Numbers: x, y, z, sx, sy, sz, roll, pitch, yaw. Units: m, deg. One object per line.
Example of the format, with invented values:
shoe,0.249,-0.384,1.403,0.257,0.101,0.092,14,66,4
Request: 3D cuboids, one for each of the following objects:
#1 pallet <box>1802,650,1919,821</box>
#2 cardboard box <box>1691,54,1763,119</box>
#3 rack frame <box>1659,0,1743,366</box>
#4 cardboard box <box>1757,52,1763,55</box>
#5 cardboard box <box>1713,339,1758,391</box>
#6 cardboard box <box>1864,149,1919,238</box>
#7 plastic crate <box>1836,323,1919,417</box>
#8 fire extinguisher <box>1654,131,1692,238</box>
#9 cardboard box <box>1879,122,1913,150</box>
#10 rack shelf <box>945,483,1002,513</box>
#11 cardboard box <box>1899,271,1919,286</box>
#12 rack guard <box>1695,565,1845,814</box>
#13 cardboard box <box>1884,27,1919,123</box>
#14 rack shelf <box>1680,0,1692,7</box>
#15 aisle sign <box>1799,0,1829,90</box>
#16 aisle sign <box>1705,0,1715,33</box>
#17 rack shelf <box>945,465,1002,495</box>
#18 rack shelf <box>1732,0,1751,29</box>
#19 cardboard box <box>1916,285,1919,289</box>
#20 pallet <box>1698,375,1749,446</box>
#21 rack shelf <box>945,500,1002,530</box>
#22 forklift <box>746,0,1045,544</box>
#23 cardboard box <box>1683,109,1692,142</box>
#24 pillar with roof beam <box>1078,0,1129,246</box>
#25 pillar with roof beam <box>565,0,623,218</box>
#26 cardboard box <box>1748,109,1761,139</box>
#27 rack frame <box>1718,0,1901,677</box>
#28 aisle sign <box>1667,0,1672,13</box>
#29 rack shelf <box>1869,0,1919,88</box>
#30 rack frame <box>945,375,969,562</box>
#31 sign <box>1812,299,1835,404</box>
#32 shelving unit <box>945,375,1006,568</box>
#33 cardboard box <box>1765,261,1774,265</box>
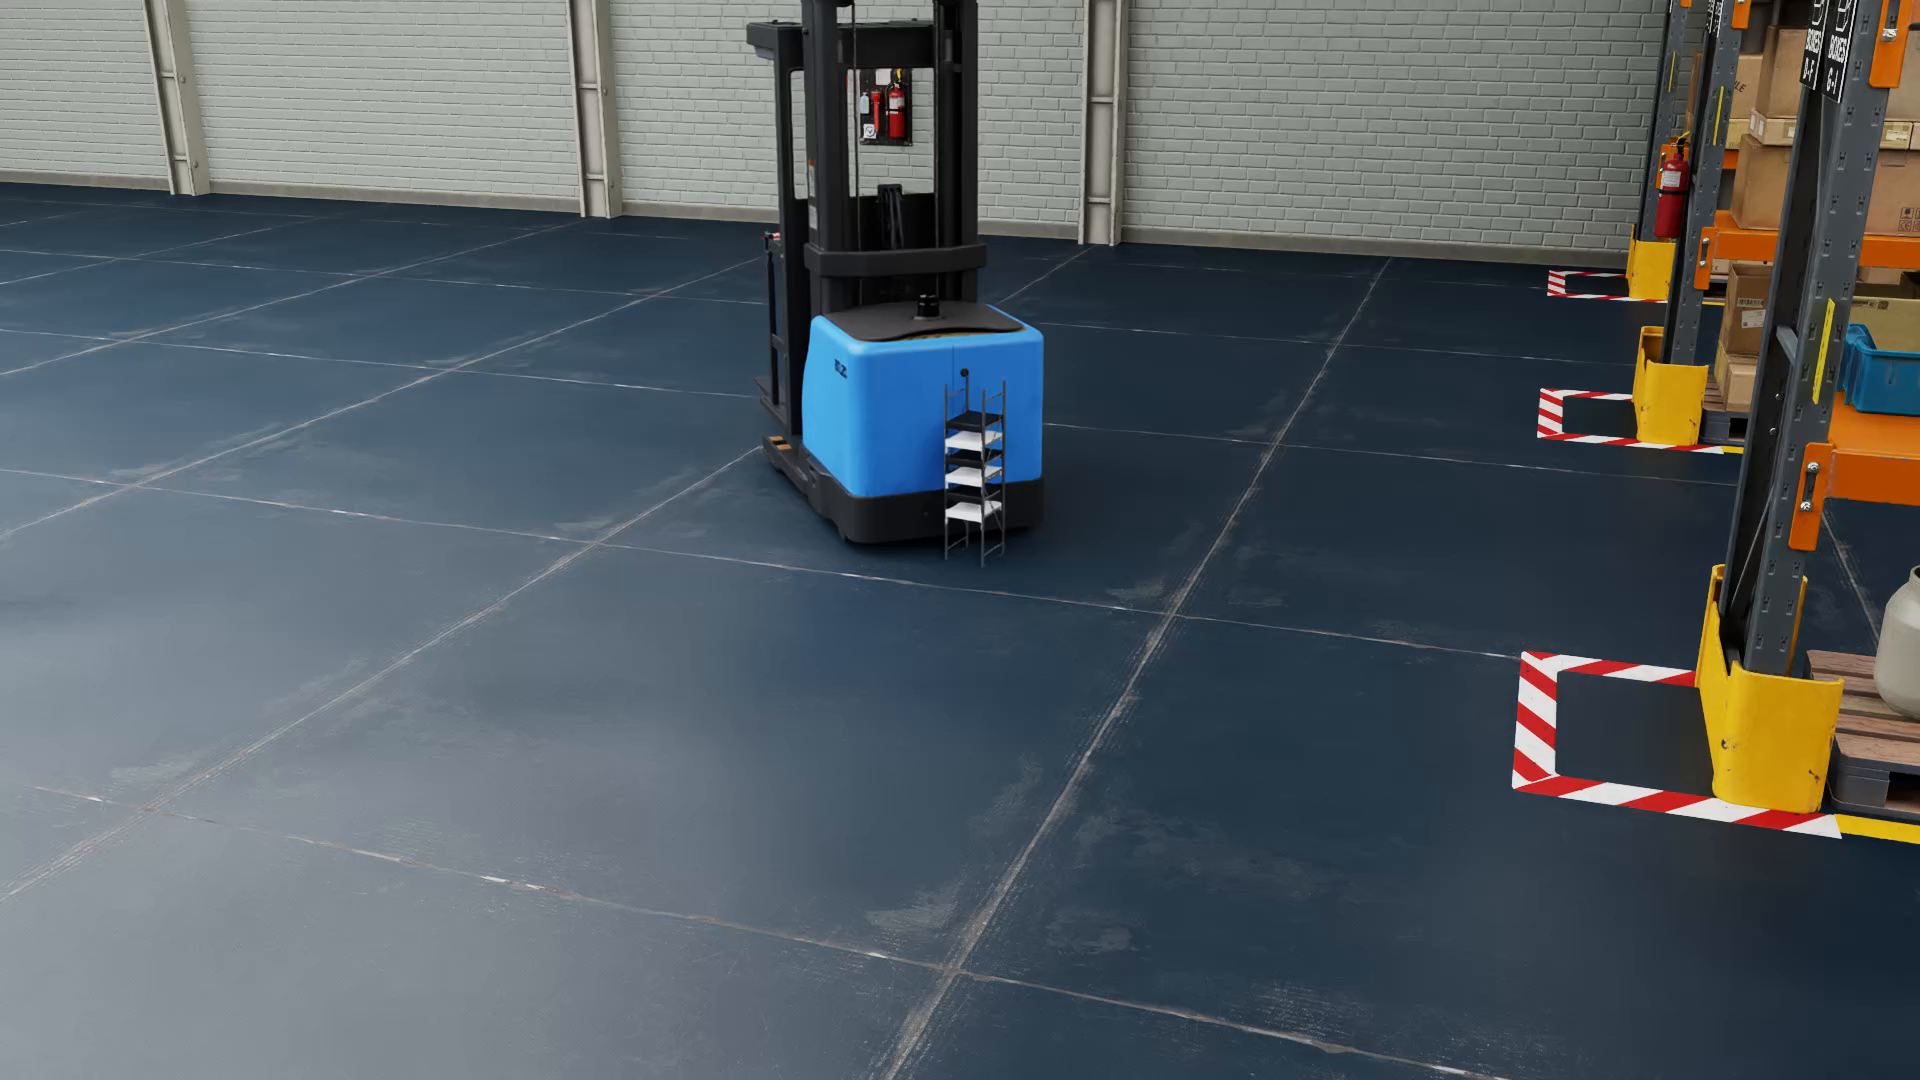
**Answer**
pallet,3.804,0.756,6.086,1.213,0.211,1.003,7,20,18
cardboard box,6.555,-3.872,14.184,0.500,0.500,0.500,7,20,18
rack frame,4.581,-2.183,10.283,0.127,3.000,1.000,7,20,18
cardboard box,7.190,-3.974,14.479,0.500,0.500,0.500,7,20,19
cardboard box,5.184,-1.117,10.764,0.500,0.250,0.500,7,20,18
cardboard box,5.515,-2.121,9.952,0.500,0.500,0.700,7,20,19
plastic crate,3.522,-0.612,6.002,0.616,0.251,0.499,7,20,18
fire extinguisher,4.621,-2.304,10.746,0.183,0.674,0.296,7,20,18
cardboard box,5.366,-2.373,9.688,0.250,0.149,0.380,7,20,18
rack shelf,0.075,-0.220,8.215,0.200,0.077,0.258,10,22,26
cardboard box,6.134,-1.369,10.345,0.500,0.500,0.500,7,20,18
rack guard,3.039,0.530,6.295,0.348,0.500,1.175,7,20,18
cardboard box,5.566,-2.728,9.722,0.500,0.500,0.700,6,20,17
rack shelf,8.092,-4.585,13.707,4.000,0.370,1.077,7,20,18
aisle sign,2.981,-1.971,5.725,0.004,0.787,0.394,7,20,18
aisle sign,4.615,-3.509,10.137,0.004,0.787,0.394,7,20,18
rack shelf,0.075,-0.305,8.186,0.200,0.077,0.258,10,22,26
rack shelf,6.470,-3.044,9.288,4.000,0.370,1.077,7,20,18
cardboard box,5.964,-1.207,9.881,0.500,0.500,0.500,7,20,18
pallet,5.317,-0.797,10.542,1.213,0.211,1.003,7,20,18
rack shelf,0.075,-0.135,8.245,0.200,0.077,0.258,10,22,26
forklift,-0.532,-1.815,9.332,1.130,2.935,3.031,-7,20,-18
cardboard box,6.708,-3.672,14.752,0.500,0.250,0.500,7,20,19
pillar with roof beam,0.067,-6.060,12.289,0.400,9.000,9.100,7,20,18
pillar with roof beam,-5.600,-6.708,14.148,0.400,9.000,9.100,7,20,18
cardboard box,5.004,-2.555,10.211,0.250,0.149,0.380,6,20,17
rack frame,2.952,-0.644,5.866,0.127,3.000,1.000,7,20,18
aisle sign,6.036,-4.866,14.029,0.004,0.787,0.394,7,20,18
rack shelf,4.841,-1.504,4.871,4.000,0.370,1.077,7,20,18
rack frame,-0.015,-0.352,8.220,0.006,0.900,0.240,10,22,26
sign,2.767,-0.604,5.331,0.005,0.325,0.100,7,20,18
shelving unit,0.075,-0.337,8.175,0.210,0.900,0.258,10,22,26
cardboard box,7.365,-2.498,14.601,0.500,0.311,0.500,8,21,23
